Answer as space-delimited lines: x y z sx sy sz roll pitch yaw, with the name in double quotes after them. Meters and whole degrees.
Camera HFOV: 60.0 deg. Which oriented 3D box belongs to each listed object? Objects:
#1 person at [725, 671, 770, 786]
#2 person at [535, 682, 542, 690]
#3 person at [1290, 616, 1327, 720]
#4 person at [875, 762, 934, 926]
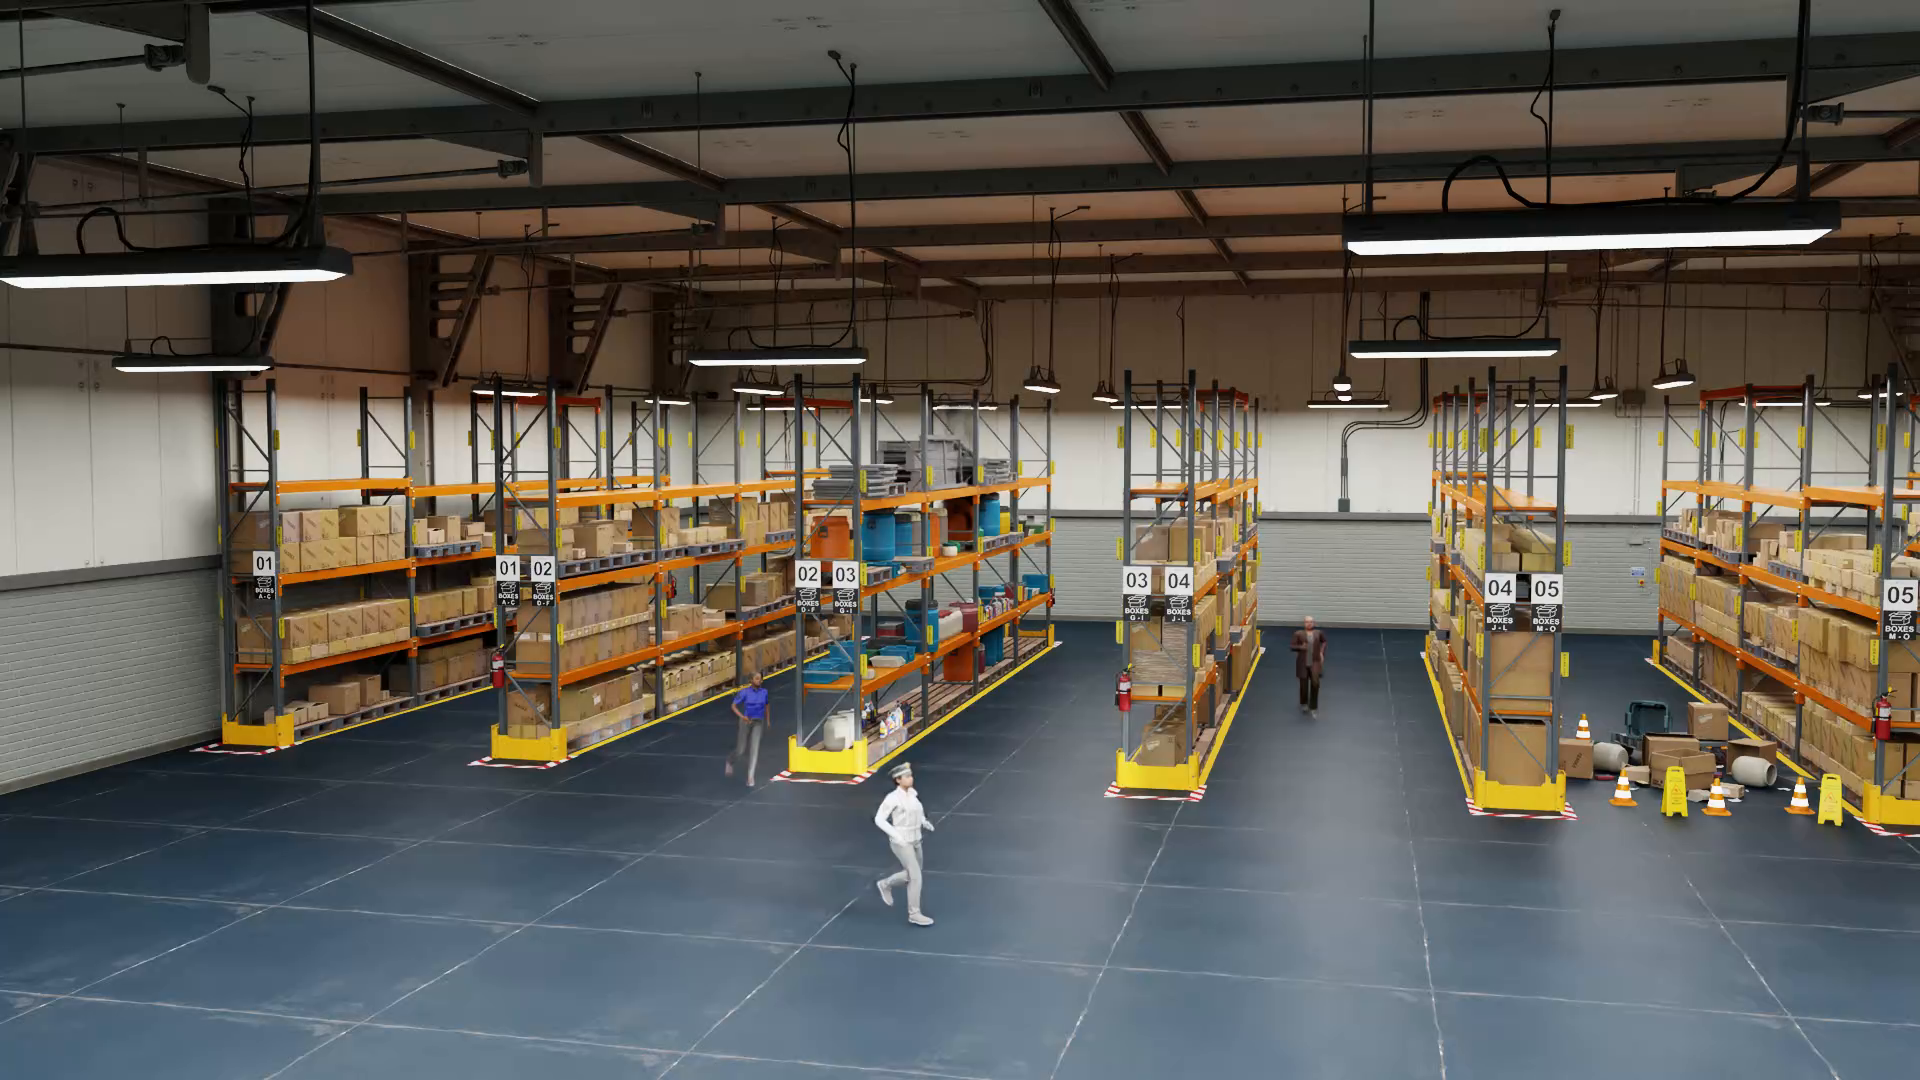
-3.035 2.772 24.345 0.650 1.523 0.883 -2 4 -27 "person"
-7.430 2.345 29.925 0.663 1.772 0.816 0 3 7 "person"
6.322 2.291 30.171 0.685 1.831 0.831 0 3 7 "person"
-0.590 3.131 17.290 0.748 1.660 0.625 2 4 34 "person"
